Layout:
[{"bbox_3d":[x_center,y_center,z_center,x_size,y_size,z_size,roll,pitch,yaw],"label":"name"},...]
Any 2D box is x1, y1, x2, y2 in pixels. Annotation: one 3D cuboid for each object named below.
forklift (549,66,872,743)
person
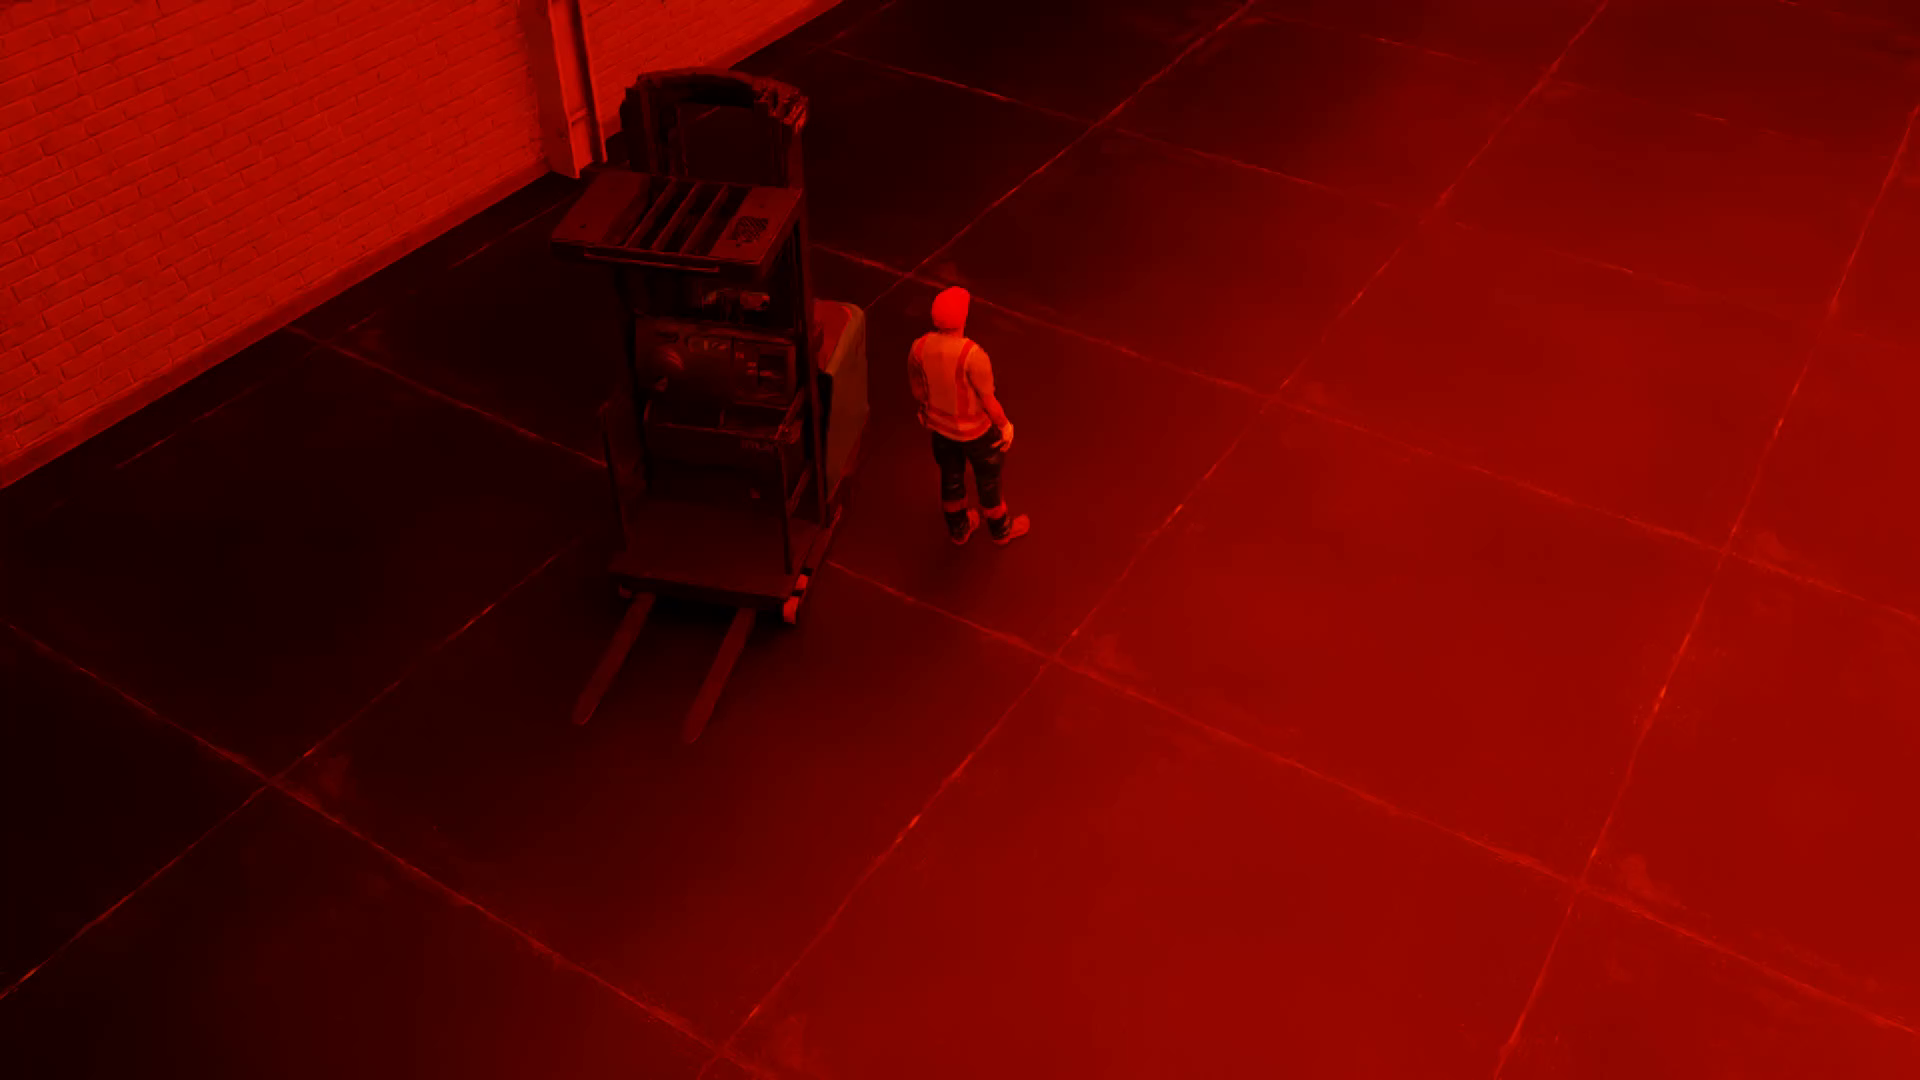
[{"bbox_3d":[-1.393,-0.898,9.026,1.130,2.935,3.031,8,41,9],"label":"forklift"},{"bbox_3d":[0.053,-0.728,9.698,0.637,1.787,0.563,22,45,24],"label":"person"}]
